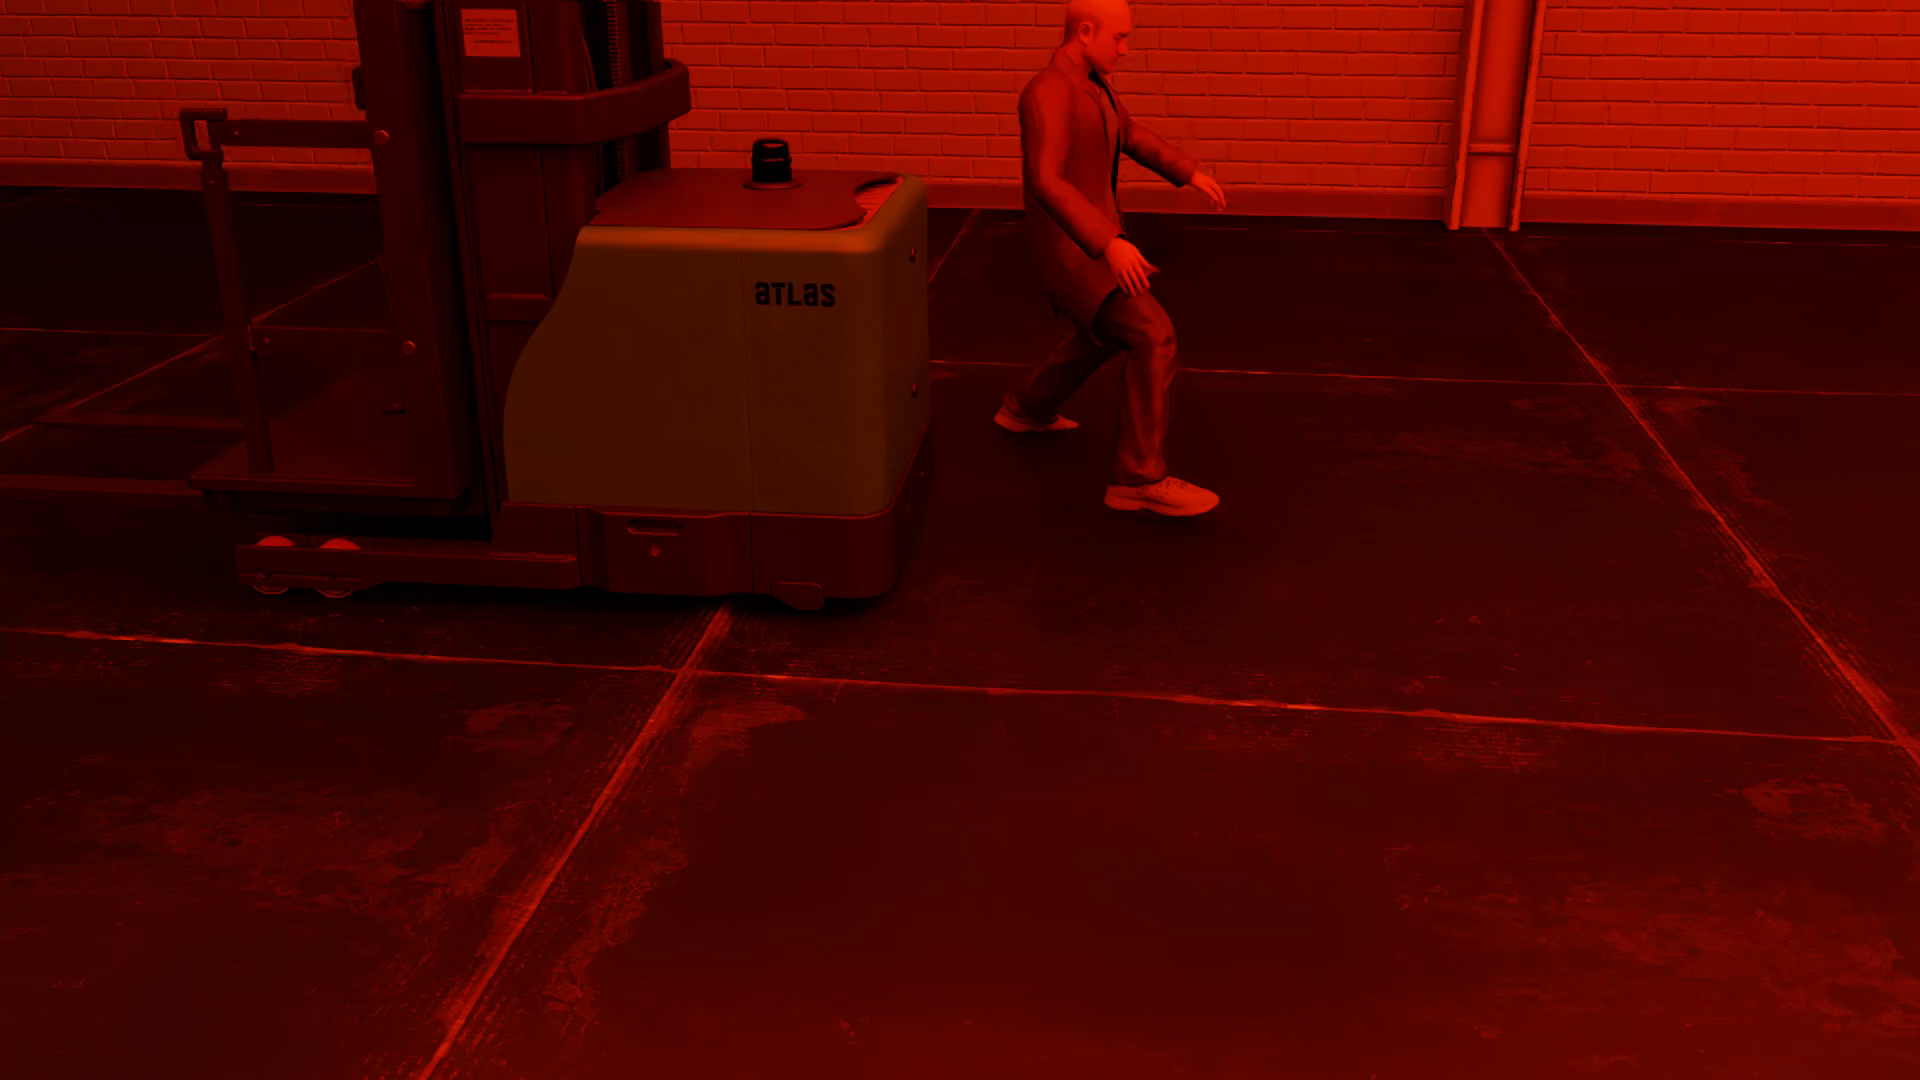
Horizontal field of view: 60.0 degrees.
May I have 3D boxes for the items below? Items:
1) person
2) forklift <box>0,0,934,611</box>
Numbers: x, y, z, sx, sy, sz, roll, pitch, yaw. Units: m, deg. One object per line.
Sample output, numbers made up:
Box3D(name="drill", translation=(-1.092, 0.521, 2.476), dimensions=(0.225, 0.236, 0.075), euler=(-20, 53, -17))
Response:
Box3D(name="person", translation=(0.518, -0.967, 5.509), dimensions=(0.960, 1.650, 1.037), euler=(8, 23, 19))
Box3D(name="forklift", translation=(-1.640, -1.386, 4.695), dimensions=(3.031, 2.935, 1.130), euler=(2, 22, 6))
